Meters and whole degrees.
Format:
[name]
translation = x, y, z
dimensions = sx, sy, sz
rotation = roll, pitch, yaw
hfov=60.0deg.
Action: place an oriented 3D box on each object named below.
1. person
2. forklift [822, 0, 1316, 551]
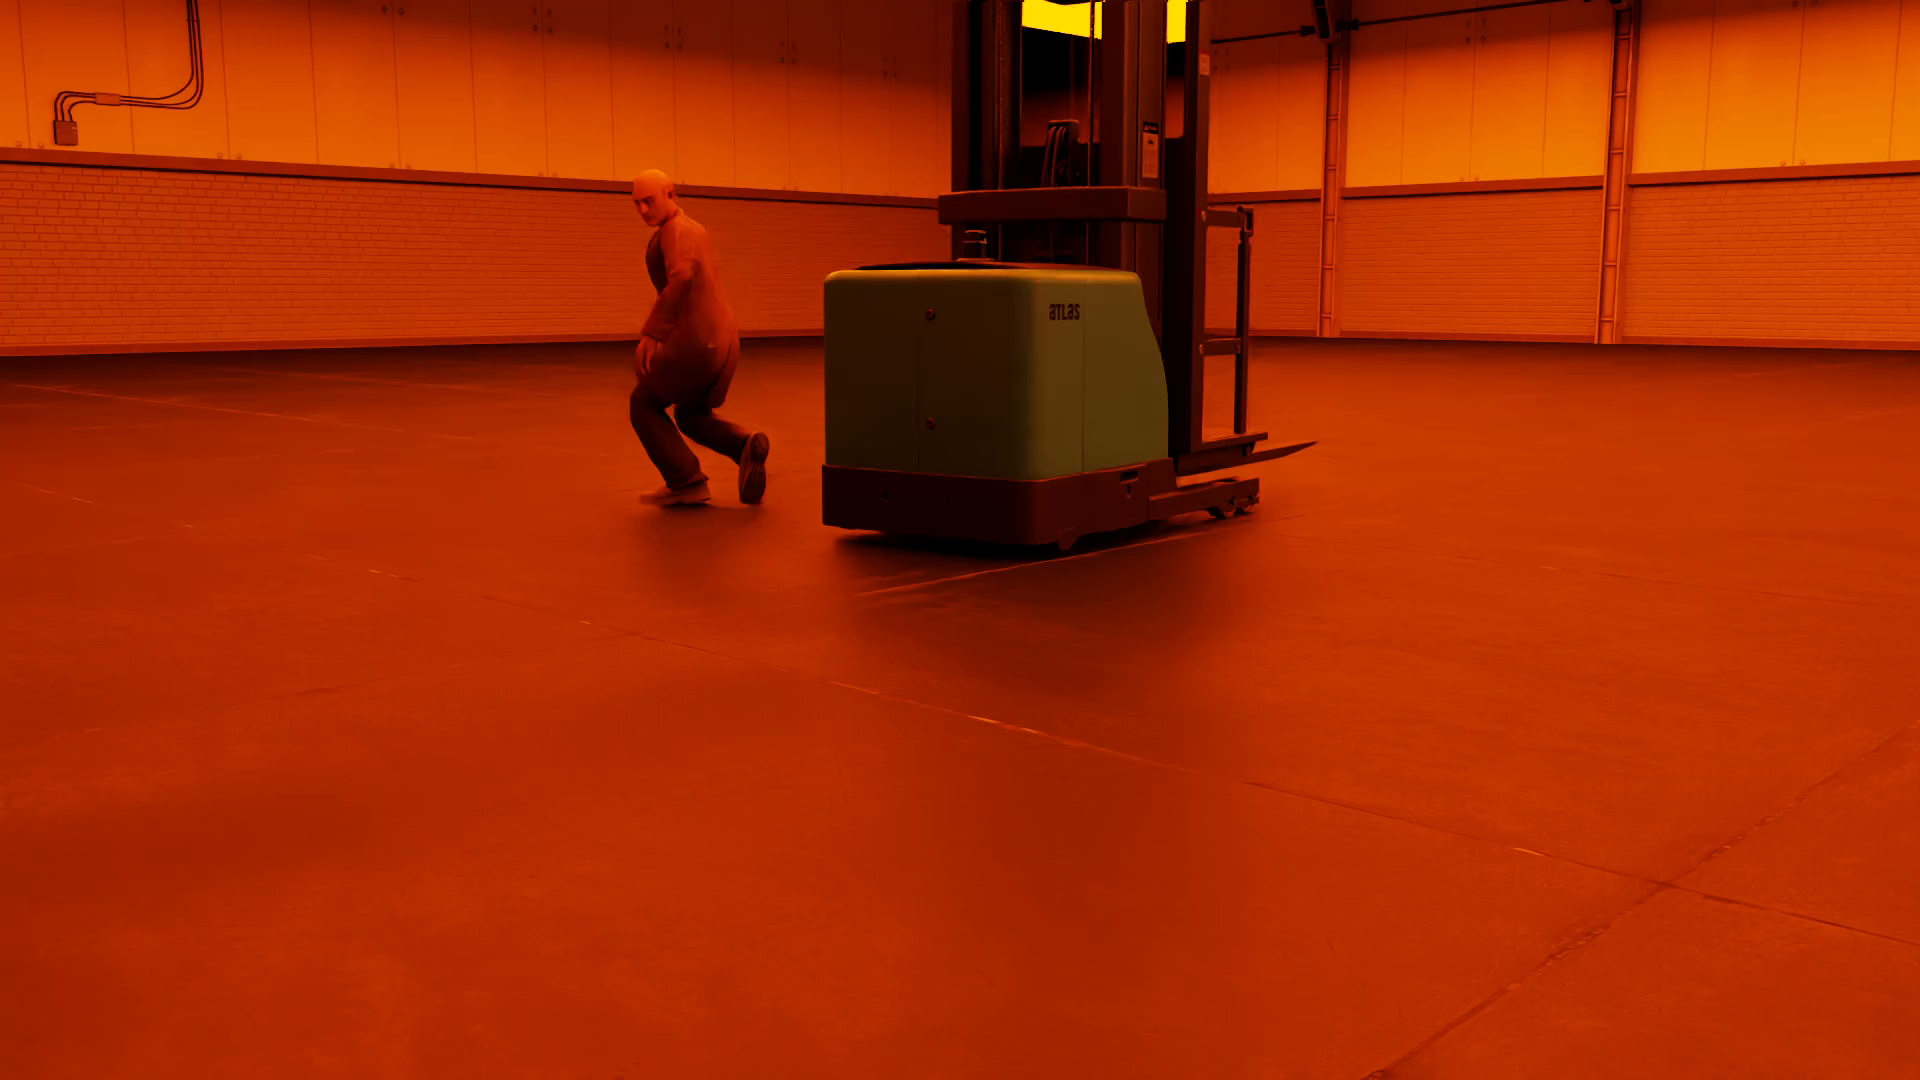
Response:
[person]
translation = -1.232, -0.939, 7.827
dimensions = 0.676, 1.573, 0.877
rotation = 3, 9, 21
[forklift]
translation = 0.703, -1.582, 7.378
dimensions = 1.130, 2.935, 3.031
rotation = 6, 10, 34
